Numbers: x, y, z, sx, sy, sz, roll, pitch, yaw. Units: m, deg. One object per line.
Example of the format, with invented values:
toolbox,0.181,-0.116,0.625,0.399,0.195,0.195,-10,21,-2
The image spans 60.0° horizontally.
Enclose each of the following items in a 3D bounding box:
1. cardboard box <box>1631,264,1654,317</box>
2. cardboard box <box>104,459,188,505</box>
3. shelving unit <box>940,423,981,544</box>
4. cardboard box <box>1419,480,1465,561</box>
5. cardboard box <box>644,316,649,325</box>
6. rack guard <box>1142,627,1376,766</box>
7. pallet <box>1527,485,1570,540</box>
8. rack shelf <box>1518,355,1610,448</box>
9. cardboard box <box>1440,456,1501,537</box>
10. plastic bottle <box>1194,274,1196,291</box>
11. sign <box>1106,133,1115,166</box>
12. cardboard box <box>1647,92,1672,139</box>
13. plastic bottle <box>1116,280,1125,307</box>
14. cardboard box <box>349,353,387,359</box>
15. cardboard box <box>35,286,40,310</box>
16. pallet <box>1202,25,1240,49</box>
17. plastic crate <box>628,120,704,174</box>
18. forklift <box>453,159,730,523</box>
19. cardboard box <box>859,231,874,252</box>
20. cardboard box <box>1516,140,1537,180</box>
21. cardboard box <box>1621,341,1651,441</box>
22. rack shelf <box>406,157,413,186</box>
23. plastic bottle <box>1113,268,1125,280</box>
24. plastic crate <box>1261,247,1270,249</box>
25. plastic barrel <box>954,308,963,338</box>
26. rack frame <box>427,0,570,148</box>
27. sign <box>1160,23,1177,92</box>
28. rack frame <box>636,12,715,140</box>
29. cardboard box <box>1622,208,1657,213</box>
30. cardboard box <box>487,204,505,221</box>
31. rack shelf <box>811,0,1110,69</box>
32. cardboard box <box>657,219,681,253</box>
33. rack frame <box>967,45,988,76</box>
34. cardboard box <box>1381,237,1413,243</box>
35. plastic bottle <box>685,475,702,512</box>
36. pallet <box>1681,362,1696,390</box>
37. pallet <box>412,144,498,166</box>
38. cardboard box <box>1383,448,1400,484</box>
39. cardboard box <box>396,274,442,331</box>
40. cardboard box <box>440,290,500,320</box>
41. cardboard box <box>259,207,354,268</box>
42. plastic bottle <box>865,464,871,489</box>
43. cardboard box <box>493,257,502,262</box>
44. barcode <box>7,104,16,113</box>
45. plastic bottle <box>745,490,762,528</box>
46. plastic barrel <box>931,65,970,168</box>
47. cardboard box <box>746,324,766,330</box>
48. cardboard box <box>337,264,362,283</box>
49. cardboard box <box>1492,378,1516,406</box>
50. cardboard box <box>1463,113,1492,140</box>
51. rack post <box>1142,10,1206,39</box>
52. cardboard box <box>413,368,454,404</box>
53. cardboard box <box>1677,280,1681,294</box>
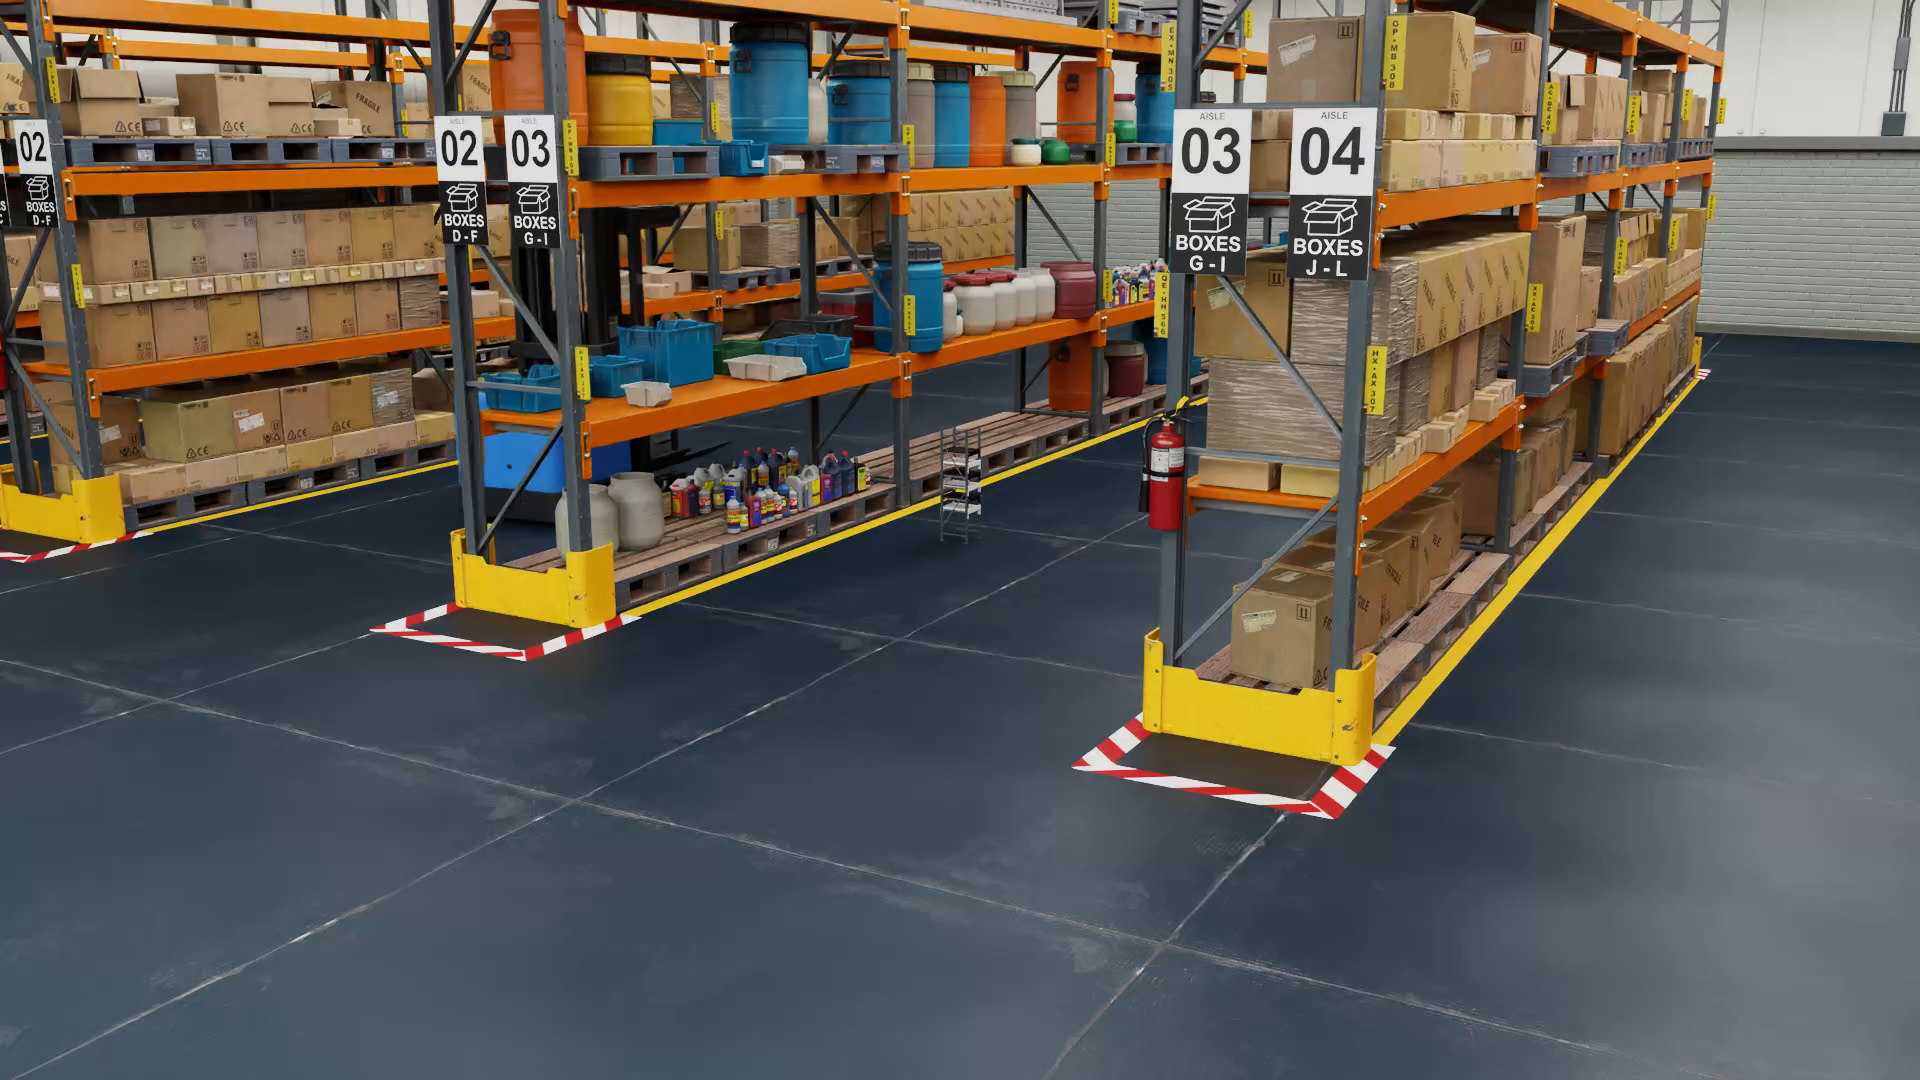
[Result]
cardboard box,6.831,-2.580,17.122,0.500,0.500,0.500,7,15,27
cardboard box,-6.707,-0.480,13.597,0.500,0.250,0.500,7,15,28
shelving unit,0.004,-0.439,12.935,0.258,0.900,0.210,7,15,28
cardboard box,3.214,-0.137,11.640,0.500,0.500,0.500,7,15,26
cardboard box,-5.247,-3.681,26.341,0.700,0.500,0.500,8,16,29
rack guard,1.546,0.795,8.671,1.175,0.500,0.348,7,15,28
pallet,4.406,-0.281,13.750,1.003,0.211,1.213,7,15,28
rack shelf,4.409,-1.286,13.504,1.077,0.370,4.000,7,15,28
cardboard box,3.758,-0.348,12.471,0.700,0.500,0.500,6,15,24
plastic bottle,2.727,-3.141,19.766,0.144,0.351,0.185,7,15,28
sign,1.526,-3.954,16.857,0.100,0.325,0.005,7,15,28
cardboard box,7.636,-4.794,18.796,0.700,0.500,0.500,6,15,25
plastic bottle,1.732,-2.665,17.938,0.061,0.283,0.133,7,15,28
cardboard box,-7.934,-2.575,21.709,0.700,0.500,0.500,8,16,29
cardboard box,-9.777,-2.613,17.751,0.500,0.250,0.500,7,15,28
pallet,2.601,-5.885,19.501,1.003,0.211,1.213,7,15,28
plastic crate,-2.169,-2.842,12.056,0.392,0.384,0.575,7,15,28
forklift,-3.097,-1.861,14.498,1.130,2.935,3.031,6,15,22
cardboard box,-1.343,-4.170,23.719,0.500,0.500,0.500,8,16,29
cardboard box,3.451,-2.488,10.873,0.500,0.250,0.500,8,16,30
cardboard box,6.166,-1.539,16.654,1.225,0.875,0.875,7,15,28
rack shelf,-6.665,-5.249,23.540,1.077,0.370,4.000,7,15,28
plastic bottle,1.857,-3.079,19.668,0.152,0.276,0.135,7,15,28
plastic crate,4.182,-4.048,23.654,0.416,0.233,0.300,7,15,28
plastic barrel,-0.119,-1.974,15.116,0.301,0.262,0.301,0,14,0
rack frame,-2.827,-3.883,9.938,1.000,3.000,0.127,7,15,28
sign,1.033,-2.361,8.136,0.100,0.325,0.005,7,15,28
rack frame,-3.294,-6.086,19.077,1.000,3.000,0.127,7,15,28
cardboard box,8.534,-3.953,21.117,0.500,0.500,0.500,7,15,27
cardboard box,-6.689,-4.575,23.119,0.500,0.250,0.500,7,15,28
rack shelf,0.074,-4.569,15.175,1.077,0.370,4.000,7,15,28
cardboard box,-5.064,-4.955,26.547,0.980,0.700,0.700,7,15,27
rack frame,0.574,-7.727,25.885,1.000,3.000,0.127,7,15,28
cardboard box,2.520,-1.636,10.439,0.500,0.500,0.500,7,15,28
plastic bottle,-2.110,-0.360,12.998,0.152,0.276,0.135,7,15,26
pallet,8.926,-2.159,21.539,1.003,0.211,1.213,7,15,28
pallet,-4.812,-3.897,16.804,0.805,0.209,1.217,7,15,26
cardboard box,2.127,-0.413,8.883,0.380,0.149,0.250,7,15,28
cardboard box,-5.436,-2.306,15.984,0.700,0.500,0.500,7,15,27
cardboard box,-5.028,-2.382,16.833,0.500,0.250,0.500,9,16,32
cardboard box,-5.922,-2.730,14.975,0.700,0.500,0.500,7,15,28
plastic bottle,-0.796,-0.531,13.866,0.097,0.201,0.097,0,14,0
cardboard box,-6.672,-3.926,23.412,0.380,0.149,0.250,8,16,29
barcode,-7.437,-3.385,13.036,0.001,0.075,0.075,7,15,28
plastic bottle,-1.552,-0.241,12.489,0.061,0.283,0.133,8,16,29
plastic barrel,-0.205,-3.886,15.283,0.600,0.901,0.708,7,15,28
cardboard box,-2.797,-2.493,21.368,0.500,0.500,0.500,7,15,26
cardboard box,-5.665,-2.424,15.091,0.380,0.149,0.250,7,15,28
cardboard box,3.596,-1.026,11.426,0.380,0.149,0.250,7,15,28
cardboard box,2.906,-2.434,9.800,0.380,0.149,0.250,8,16,31
rack post,2.107,-5.672,18.426,0.937,0.300,0.954,9,16,34
cardboard box,-5.283,-1.604,17.063,0.500,0.311,0.500,7,15,28
cardboard box,8.247,-2.983,19.541,0.380,0.149,0.250,7,15,27
